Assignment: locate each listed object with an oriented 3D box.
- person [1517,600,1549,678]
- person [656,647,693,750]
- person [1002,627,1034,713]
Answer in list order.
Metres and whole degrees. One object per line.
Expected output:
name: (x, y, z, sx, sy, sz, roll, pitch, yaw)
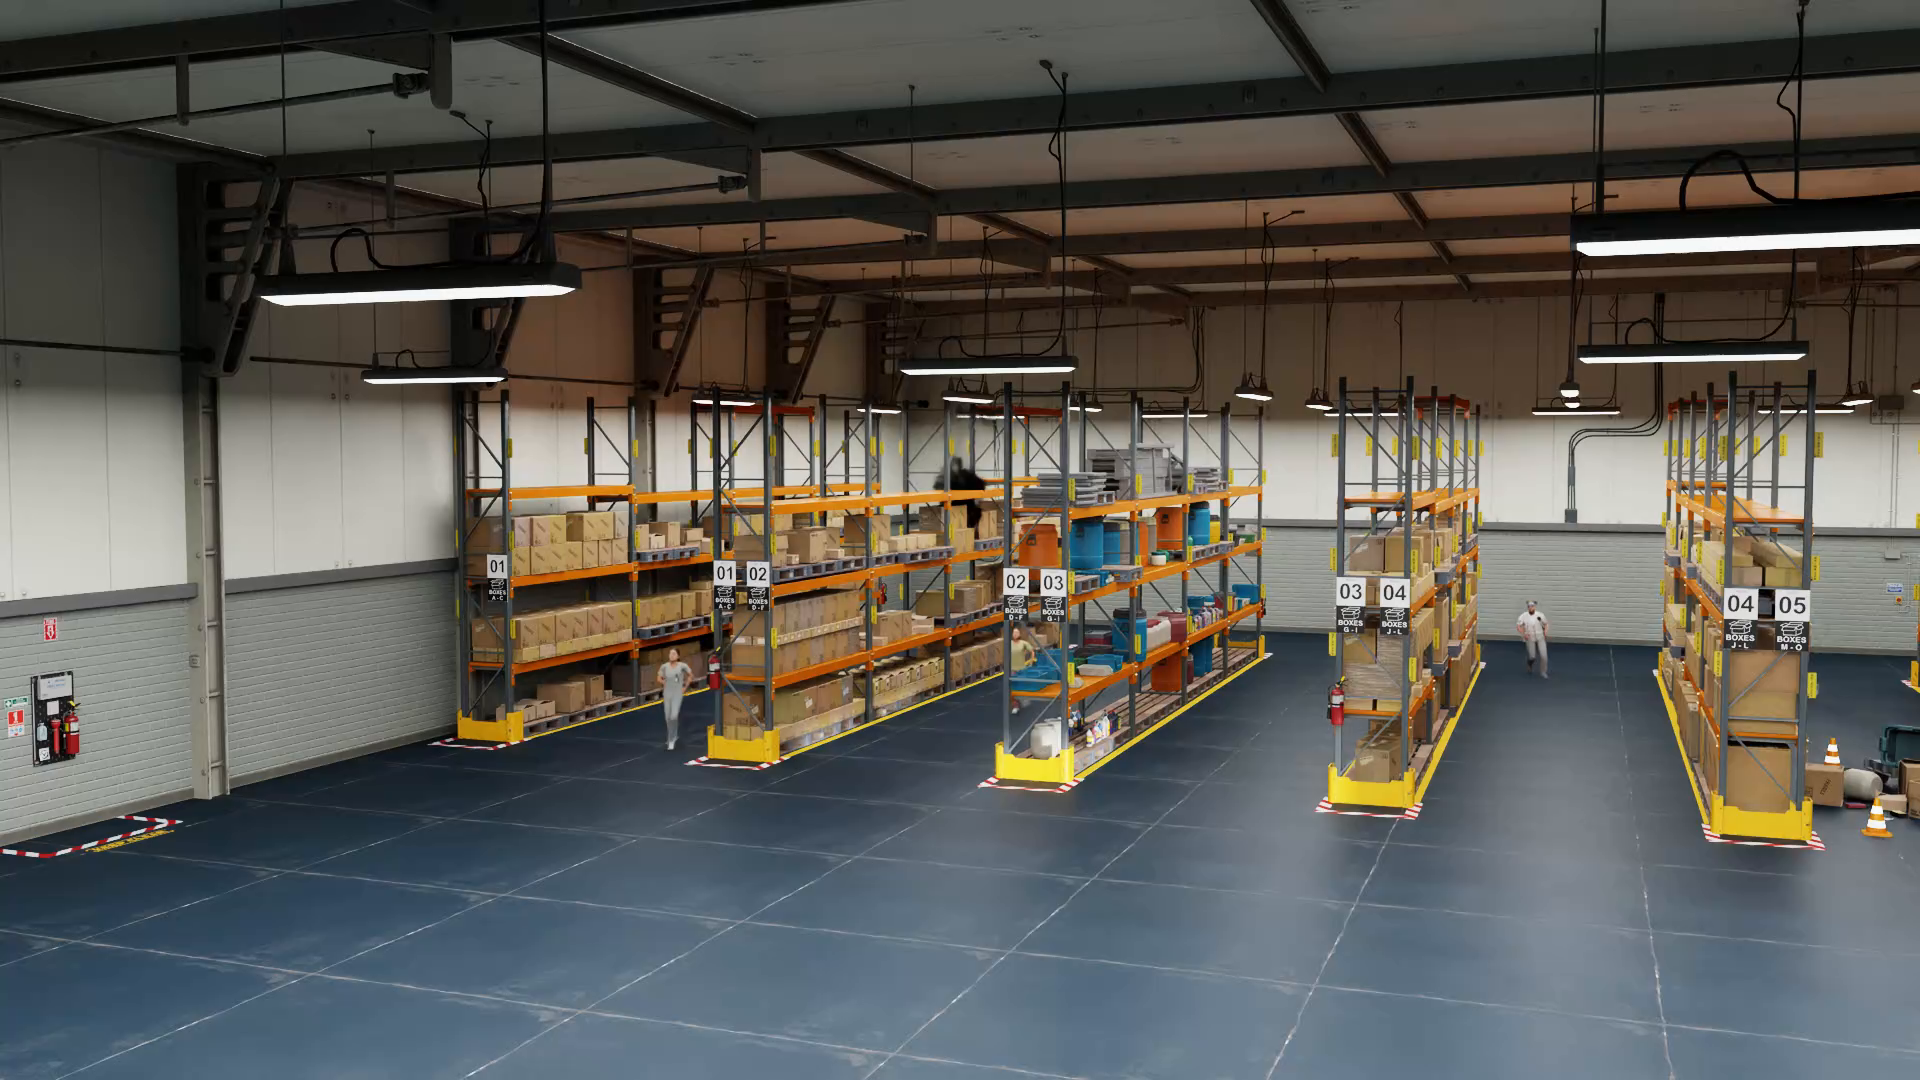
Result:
person: (12.568, 2.153, 36.439, 0.673, 1.705, 0.584, 0, 3, 9)
person: (-4.781, 2.773, 27.811, 0.577, 1.486, 0.681, 0, 3, 8)
person: (1.085, 2.464, 31.467, 0.589, 1.633, 0.562, 1, 3, 12)
